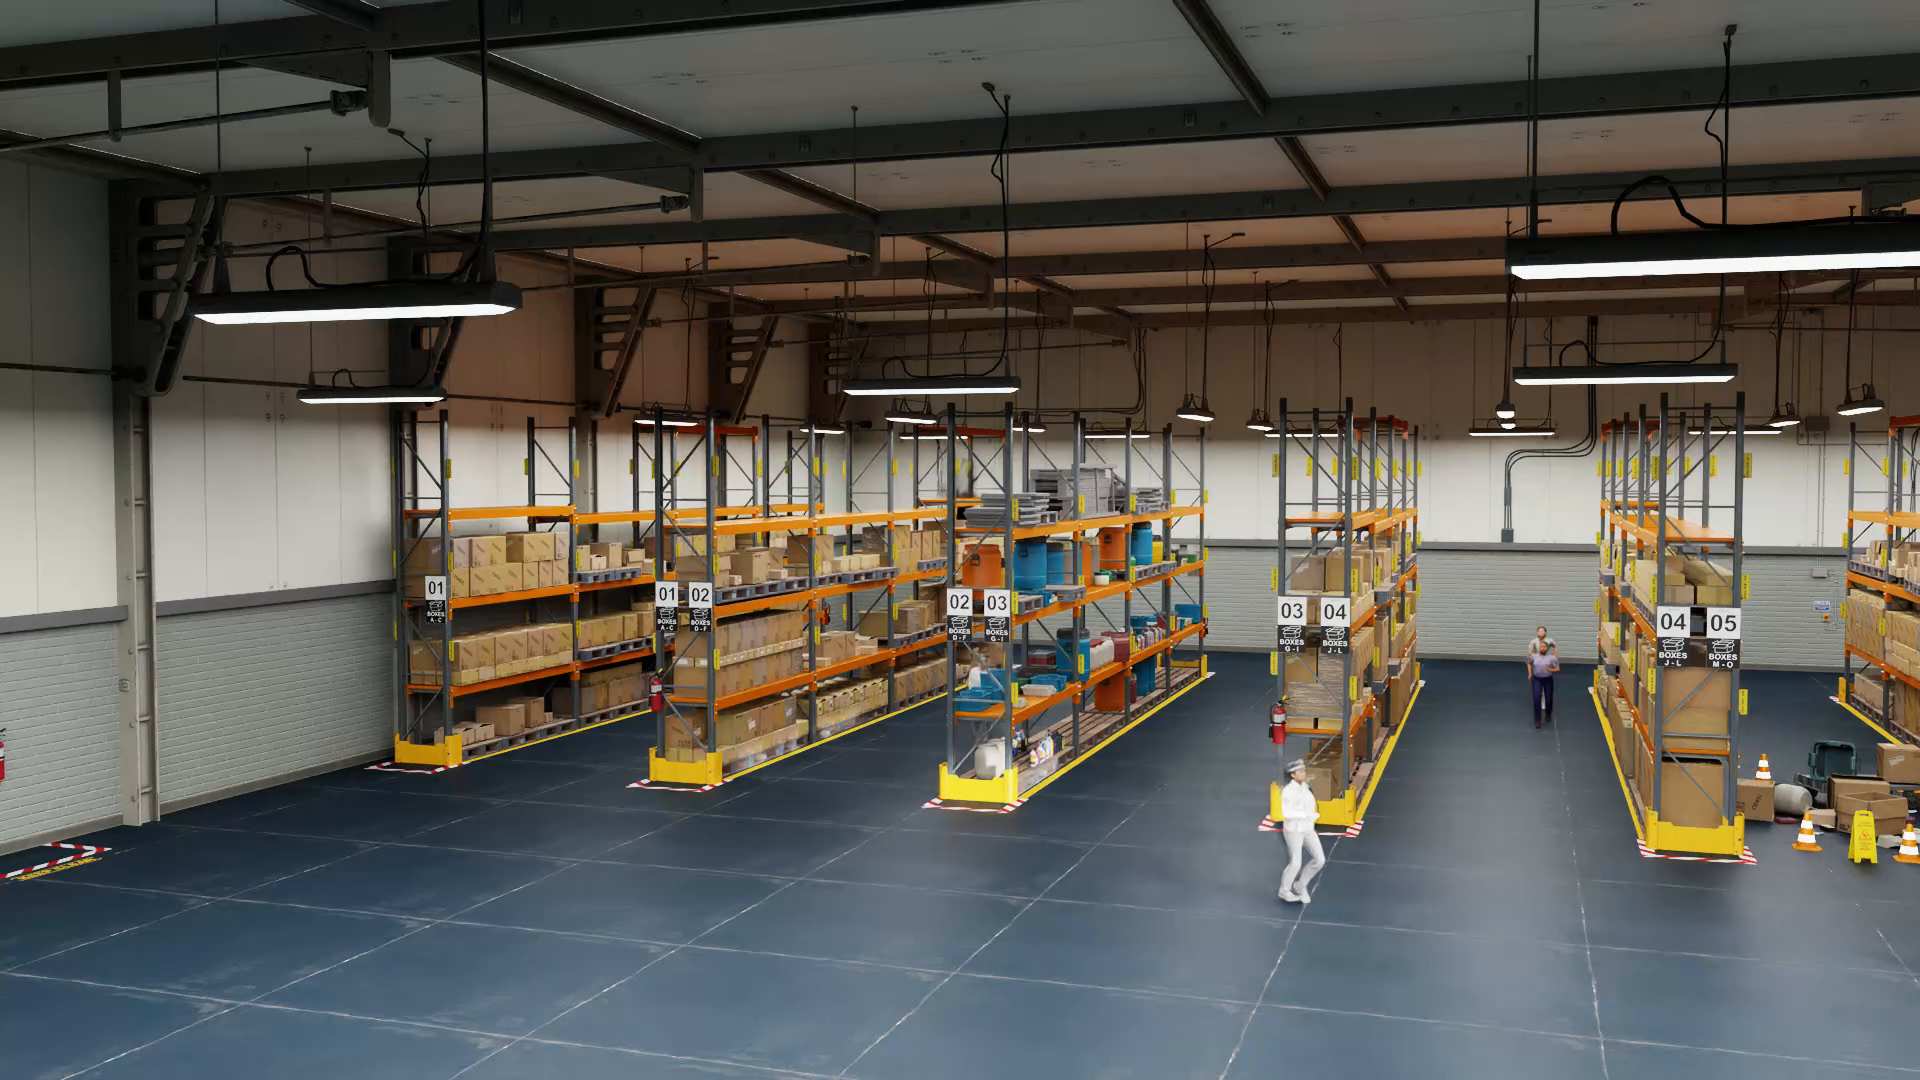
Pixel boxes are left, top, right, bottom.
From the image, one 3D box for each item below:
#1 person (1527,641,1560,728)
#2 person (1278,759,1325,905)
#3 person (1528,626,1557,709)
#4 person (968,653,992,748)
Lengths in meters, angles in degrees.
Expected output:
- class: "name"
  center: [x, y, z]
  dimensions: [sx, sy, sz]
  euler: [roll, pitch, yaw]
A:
- class: "person"
  center: [11.307, 2.787, 32.241]
  dimensions: [0.607, 1.625, 0.940]
  euler: [1, 3, 20]
- class: "person"
  center: [3.925, 3.343, 19.032]
  dimensions: [0.598, 1.690, 0.626]
  euler: [-2, 3, -39]
- class: "person"
  center: [12.297, 2.662, 35.101]
  dimensions: [0.575, 1.704, 0.939]
  euler: [1, 3, 21]
- class: "person"
  center: [0.379, 2.879, 29.924]
  dimensions: [0.564, 1.714, 0.771]
  euler: [1, 2, 12]
